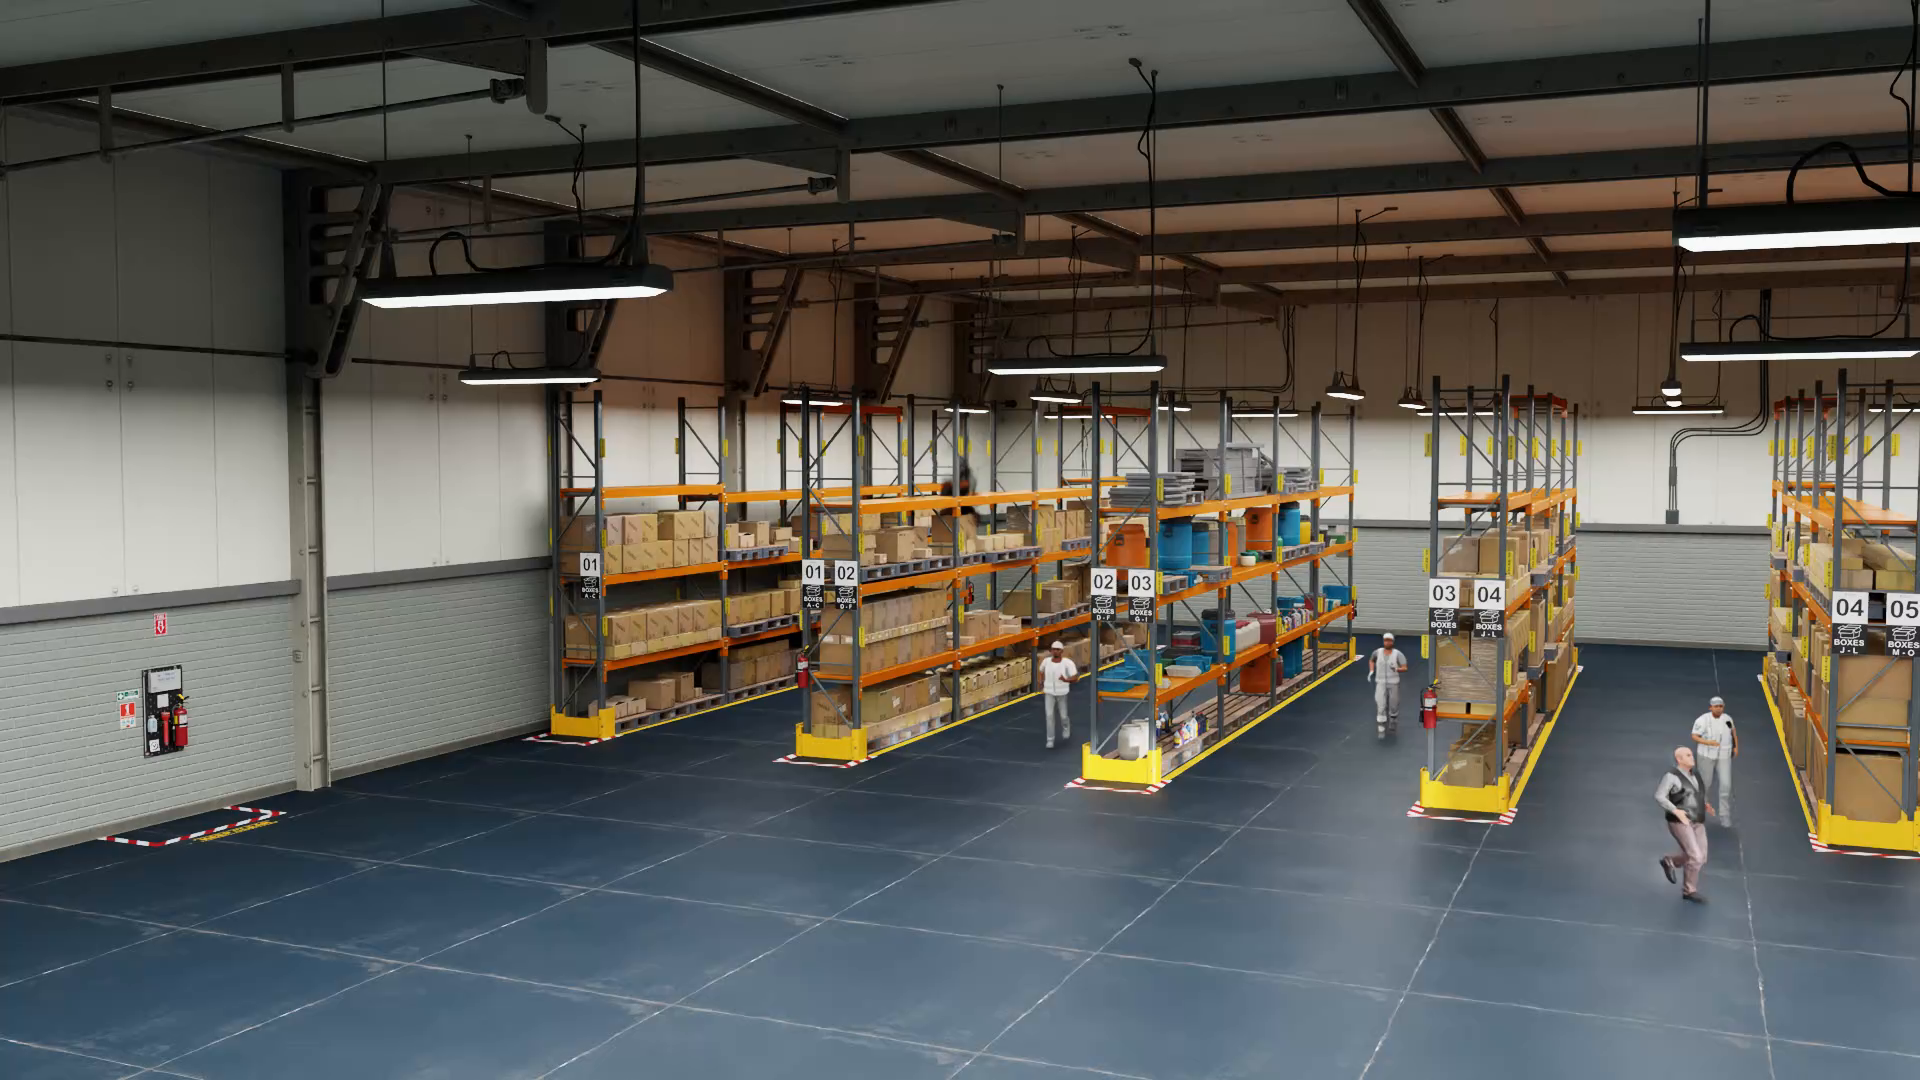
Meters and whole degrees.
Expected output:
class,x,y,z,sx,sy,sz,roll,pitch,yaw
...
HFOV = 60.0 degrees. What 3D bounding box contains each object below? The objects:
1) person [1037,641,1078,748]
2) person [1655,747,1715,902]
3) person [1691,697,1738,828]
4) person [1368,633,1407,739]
class,x,y,z,sx,sy,sz,roll,pitch,yaw
person,1.622,2.569,27.885,0.710,1.747,0.968,1,3,15
person,8.042,3.140,18.508,0.664,1.678,0.703,-2,4,-28
person,10.107,2.937,22.277,0.622,1.707,0.739,0,3,8
person,7.375,2.490,28.709,0.650,1.774,1.002,1,3,18
